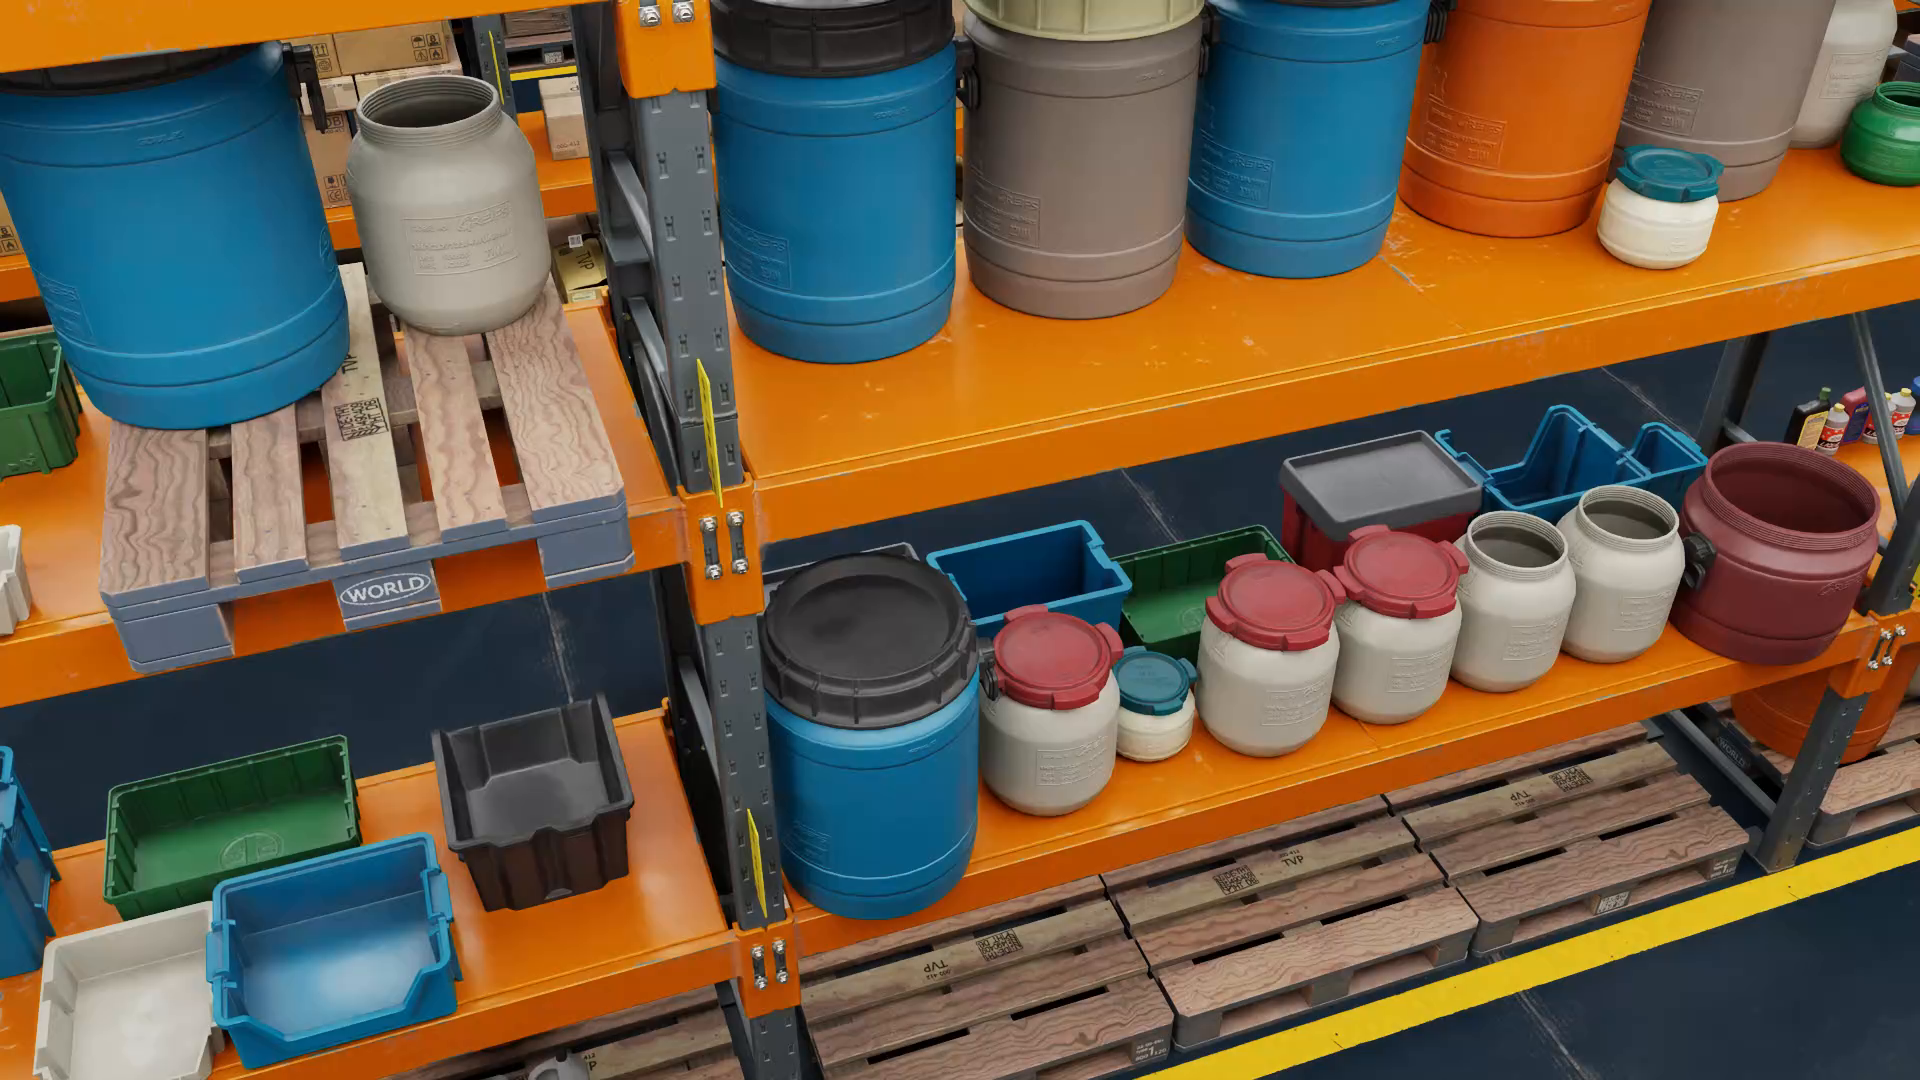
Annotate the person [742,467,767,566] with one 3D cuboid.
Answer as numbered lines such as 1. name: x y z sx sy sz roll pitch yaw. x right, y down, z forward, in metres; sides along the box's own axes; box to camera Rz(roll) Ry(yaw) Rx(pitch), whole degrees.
1. person: -1.047 -0.019 6.789 0.551 1.770 0.499 -13 39 -16
